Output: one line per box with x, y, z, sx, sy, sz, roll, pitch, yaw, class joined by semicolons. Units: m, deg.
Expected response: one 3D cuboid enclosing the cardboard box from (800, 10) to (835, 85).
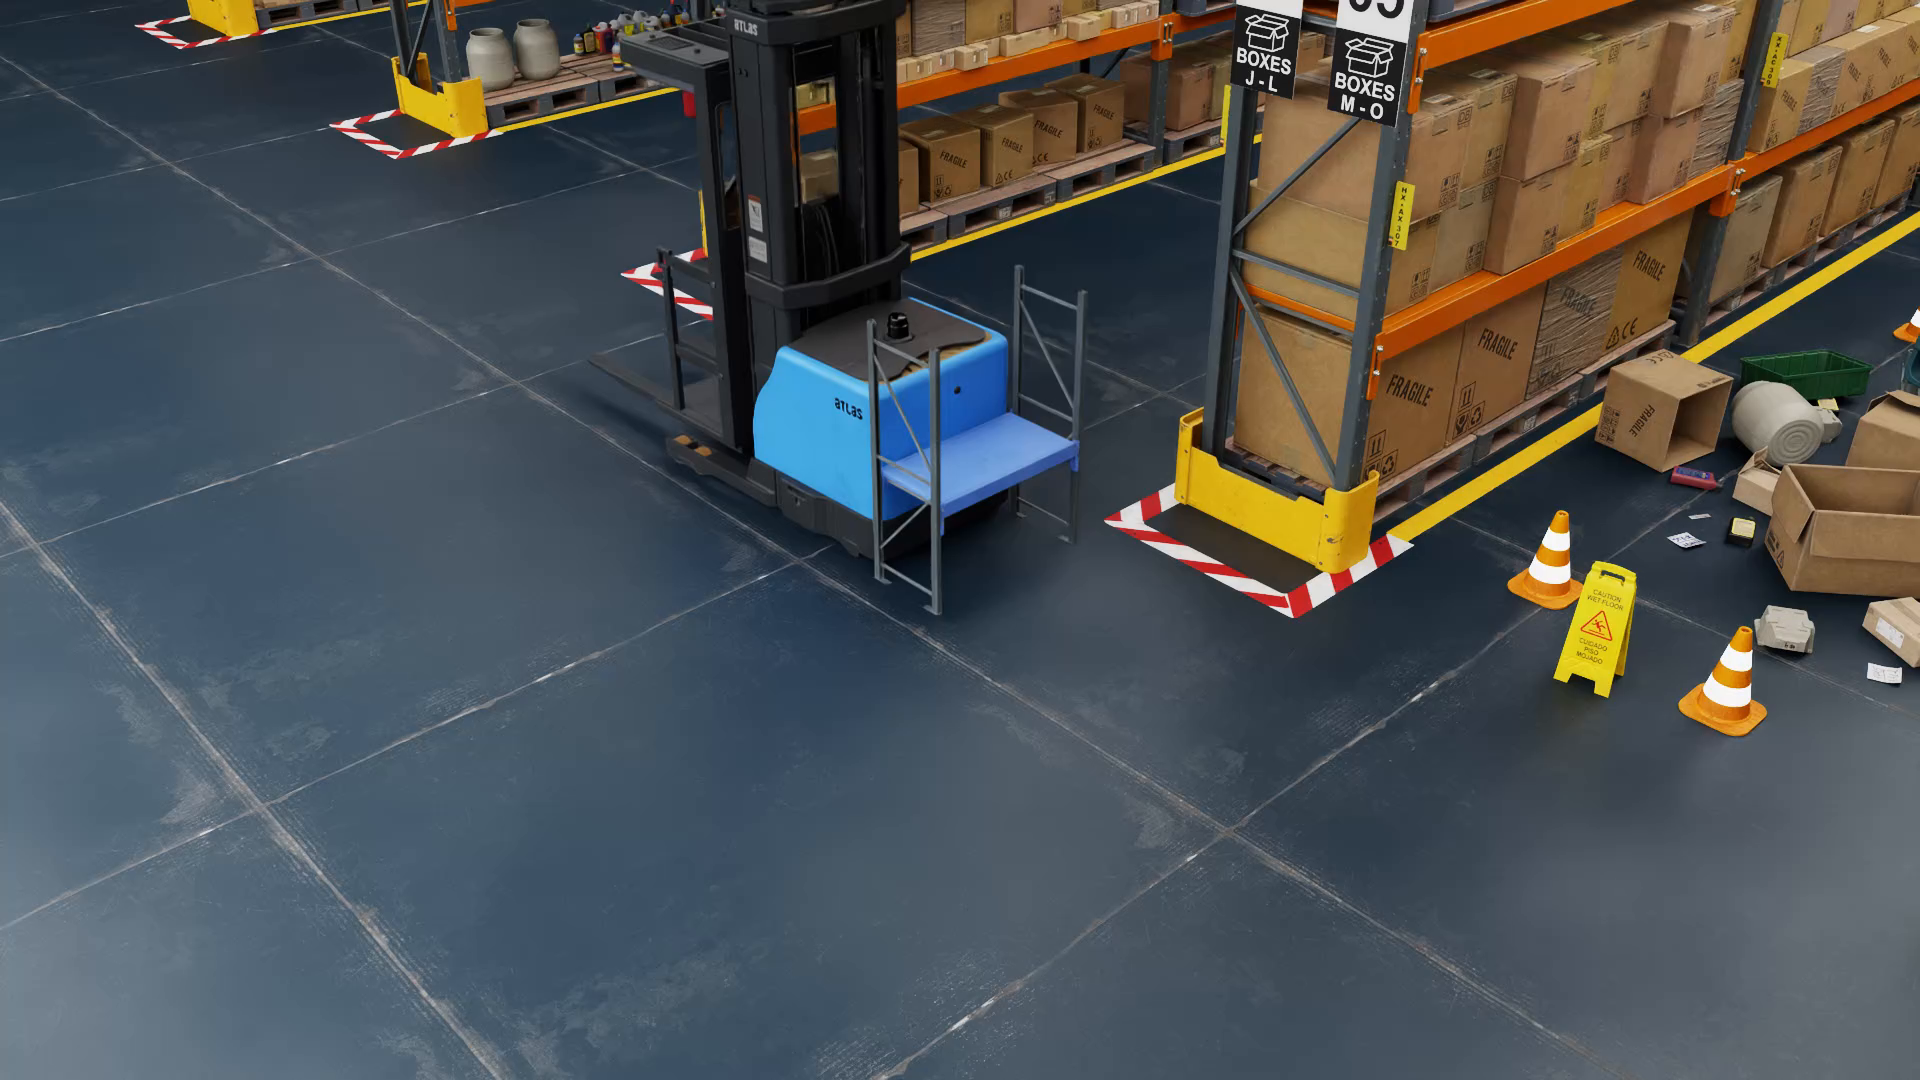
-1.119;-3.663;11.985;0.500;0.500;0.875;-26;40;-35;cardboard box

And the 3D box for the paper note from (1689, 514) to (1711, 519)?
4.209;-0.134;9.459;0.123;0.001;0.032;-7;32;-11;paper note

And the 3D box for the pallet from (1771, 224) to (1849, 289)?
6.100;-2.343;12.879;1.213;0.211;1.003;-26;40;-35;pallet

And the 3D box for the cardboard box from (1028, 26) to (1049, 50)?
0.484;-4.008;13.170;0.250;0.149;0.380;-26;40;-35;cardboard box

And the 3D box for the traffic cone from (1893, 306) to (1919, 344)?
6.701;-1.610;11.440;0.334;0.463;0.336;-26;40;-35;traffic cone

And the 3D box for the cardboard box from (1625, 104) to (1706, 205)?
4.040;-2.520;10.351;0.550;0.550;0.875;-26;40;-35;cardboard box

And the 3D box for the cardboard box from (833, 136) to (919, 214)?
-0.657;-2.862;13.049;0.500;0.500;0.500;-15;35;-23;cardboard box

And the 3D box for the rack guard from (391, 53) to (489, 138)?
-4.885;-4.182;15.611;0.348;0.500;1.175;-26;40;-35;rack guard

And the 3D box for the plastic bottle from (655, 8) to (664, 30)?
-3.137;-5.414;17.411;0.133;0.283;0.061;-24;39;-33;plastic bottle

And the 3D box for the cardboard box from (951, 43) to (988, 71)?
-0.004;-3.707;12.678;0.250;0.149;0.380;-26;40;-35;cardboard box

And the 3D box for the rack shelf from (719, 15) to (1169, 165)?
-0.074;-3.712;13.134;4.000;0.370;1.077;-26;40;-35;rack shelf

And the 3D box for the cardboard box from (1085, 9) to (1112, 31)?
1.021;-4.281;13.617;0.250;0.149;0.380;-26;40;-35;cardboard box

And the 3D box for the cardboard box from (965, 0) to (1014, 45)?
-0.063;-4.220;12.895;0.500;0.500;0.875;-26;40;-35;cardboard box

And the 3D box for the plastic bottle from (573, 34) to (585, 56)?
-3.860;-5.017;16.840;0.097;0.201;0.097;0;31;0;plastic bottle

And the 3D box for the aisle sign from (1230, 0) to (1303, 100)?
1.501;-2.575;8.093;0.004;0.787;0.394;-26;40;-35;aisle sign

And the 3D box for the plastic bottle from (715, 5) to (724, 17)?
-2.582;-5.635;17.851;0.097;0.201;0.097;0;31;0;plastic bottle

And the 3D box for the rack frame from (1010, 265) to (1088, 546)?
0.469;-0.707;8.969;0.032;1.500;0.500;-26;40;-36;rack frame

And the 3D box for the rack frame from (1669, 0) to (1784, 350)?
4.691;-2.795;10.945;0.127;3.000;1.000;-26;40;-35;rack frame

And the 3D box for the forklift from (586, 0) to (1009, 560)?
-1.119;-1.807;9.396;1.130;2.935;3.031;-27;41;-37;forklift

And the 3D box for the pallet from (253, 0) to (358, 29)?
-7.741;-6.198;19.183;1.213;0.211;1.003;-26;40;-35;pallet

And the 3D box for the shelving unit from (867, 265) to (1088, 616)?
0.097;-0.526;8.673;1.048;1.500;0.538;-26;40;-36;shelving unit

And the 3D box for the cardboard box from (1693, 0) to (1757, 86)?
4.397;-3.202;10.432;0.550;0.550;0.875;-26;40;-35;cardboard box

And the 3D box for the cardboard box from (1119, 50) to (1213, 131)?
1.857;-4.059;14.987;0.700;0.500;0.500;26;40;35;cardboard box

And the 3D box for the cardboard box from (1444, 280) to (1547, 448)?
2.854;-1.227;10.016;0.875;0.875;0.875;-27;40;-36;cardboard box

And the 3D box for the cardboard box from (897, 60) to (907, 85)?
-0.611;-3.473;12.295;0.250;0.149;0.380;-26;40;-35;cardboard box

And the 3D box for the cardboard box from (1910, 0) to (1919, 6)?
6.918;-4.347;12.430;0.500;0.500;0.700;-26;40;-36;cardboard box

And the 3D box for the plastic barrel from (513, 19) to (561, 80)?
-4.110;-4.762;16.145;0.421;0.512;0.421;0;31;0;plastic barrel

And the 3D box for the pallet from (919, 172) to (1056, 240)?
0.029;-2.852;13.711;1.213;0.211;1.003;-26;40;-35;pallet

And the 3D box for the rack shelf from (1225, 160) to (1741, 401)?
3.224;-1.778;9.973;4.000;0.370;1.077;-26;40;-35;rack shelf

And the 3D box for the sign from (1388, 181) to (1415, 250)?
2.130;-1.565;8.028;0.005;0.325;0.100;-26;40;-35;sign

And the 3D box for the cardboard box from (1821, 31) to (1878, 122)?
5.997;-3.277;11.637;0.500;0.500;0.500;-26;40;-36;cardboard box

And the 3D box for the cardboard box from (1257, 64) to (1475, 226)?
2.056;-2.017;8.495;0.550;0.550;0.875;-26;40;-35;cardboard box

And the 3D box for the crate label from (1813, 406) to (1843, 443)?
5.290;-0.723;10.302;0.298;0.136;0.250;4;32;6;crate label

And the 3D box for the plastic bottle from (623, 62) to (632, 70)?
-3.291;-4.758;16.417;0.097;0.201;0.097;0;31;0;plastic bottle

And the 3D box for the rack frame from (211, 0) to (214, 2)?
-8.274;-7.100;17.986;0.127;3.000;1.000;-26;40;-35;rack frame

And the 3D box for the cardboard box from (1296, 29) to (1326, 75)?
3.039;-4.617;15.900;0.500;0.500;0.700;-22;38;-32;cardboard box

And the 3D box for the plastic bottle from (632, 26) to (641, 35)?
-3.322;-5.175;17.098;0.097;0.201;0.097;0;31;0;plastic bottle

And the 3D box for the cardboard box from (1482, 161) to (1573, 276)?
2.883;-1.943;9.408;0.550;0.550;0.875;-26;40;-35;cardboard box

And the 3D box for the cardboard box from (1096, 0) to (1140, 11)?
1.020;-4.762;13.781;0.500;0.500;0.875;-26;40;-35;cardboard box

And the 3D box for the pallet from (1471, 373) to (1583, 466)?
3.185;-0.930;10.569;1.213;0.211;1.003;-26;40;-35;pallet

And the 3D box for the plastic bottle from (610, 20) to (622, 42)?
-3.555;-5.177;17.030;0.135;0.276;0.152;-27;41;-37;plastic bottle

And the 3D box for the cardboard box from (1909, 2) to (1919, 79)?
7.109;-3.817;12.522;0.500;0.500;0.500;-26;40;-35;cardboard box

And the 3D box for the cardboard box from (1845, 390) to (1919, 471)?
5.444;-0.437;9.353;0.503;0.637;0.797;-26;40;-35;cardboard box

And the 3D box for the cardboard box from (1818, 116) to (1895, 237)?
6.477;-2.940;12.937;0.750;0.750;1.050;-25;39;-35;cardboard box

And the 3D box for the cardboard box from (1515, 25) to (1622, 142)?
3.200;-2.632;9.500;0.500;0.550;0.875;-26;40;-35;cardboard box

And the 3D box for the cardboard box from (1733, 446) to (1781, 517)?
4.682;-0.314;9.509;0.258;0.266;0.396;-19;36;-28;cardboard box

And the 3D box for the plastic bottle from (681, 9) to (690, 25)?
-2.874;-5.421;17.434;0.097;0.271;0.097;0;31;0;plastic bottle

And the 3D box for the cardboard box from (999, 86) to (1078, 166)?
0.657;-3.508;14.105;0.500;0.500;0.500;-13;34;-21;cardboard box

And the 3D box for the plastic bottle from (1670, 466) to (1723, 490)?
4.338;-0.358;9.777;0.283;0.061;0.133;15;34;23;plastic bottle

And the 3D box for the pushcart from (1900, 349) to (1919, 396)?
6.543;-0.673;9.988;1.648;0.377;0.936;15;34;23;pushcart

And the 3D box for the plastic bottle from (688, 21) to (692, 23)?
-2.718;-5.160;16.996;0.133;0.283;0.061;-26;40;-35;plastic bottle

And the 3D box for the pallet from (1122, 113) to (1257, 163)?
1.962;-3.815;15.287;1.213;0.211;1.003;-26;40;-35;pallet

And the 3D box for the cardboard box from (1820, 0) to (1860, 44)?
5.797;-3.805;11.542;0.500;0.500;0.700;-25;40;-35;cardboard box

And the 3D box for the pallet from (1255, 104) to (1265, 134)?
2.857;-4.250;15.998;1.213;0.211;1.003;-26;40;-35;pallet
